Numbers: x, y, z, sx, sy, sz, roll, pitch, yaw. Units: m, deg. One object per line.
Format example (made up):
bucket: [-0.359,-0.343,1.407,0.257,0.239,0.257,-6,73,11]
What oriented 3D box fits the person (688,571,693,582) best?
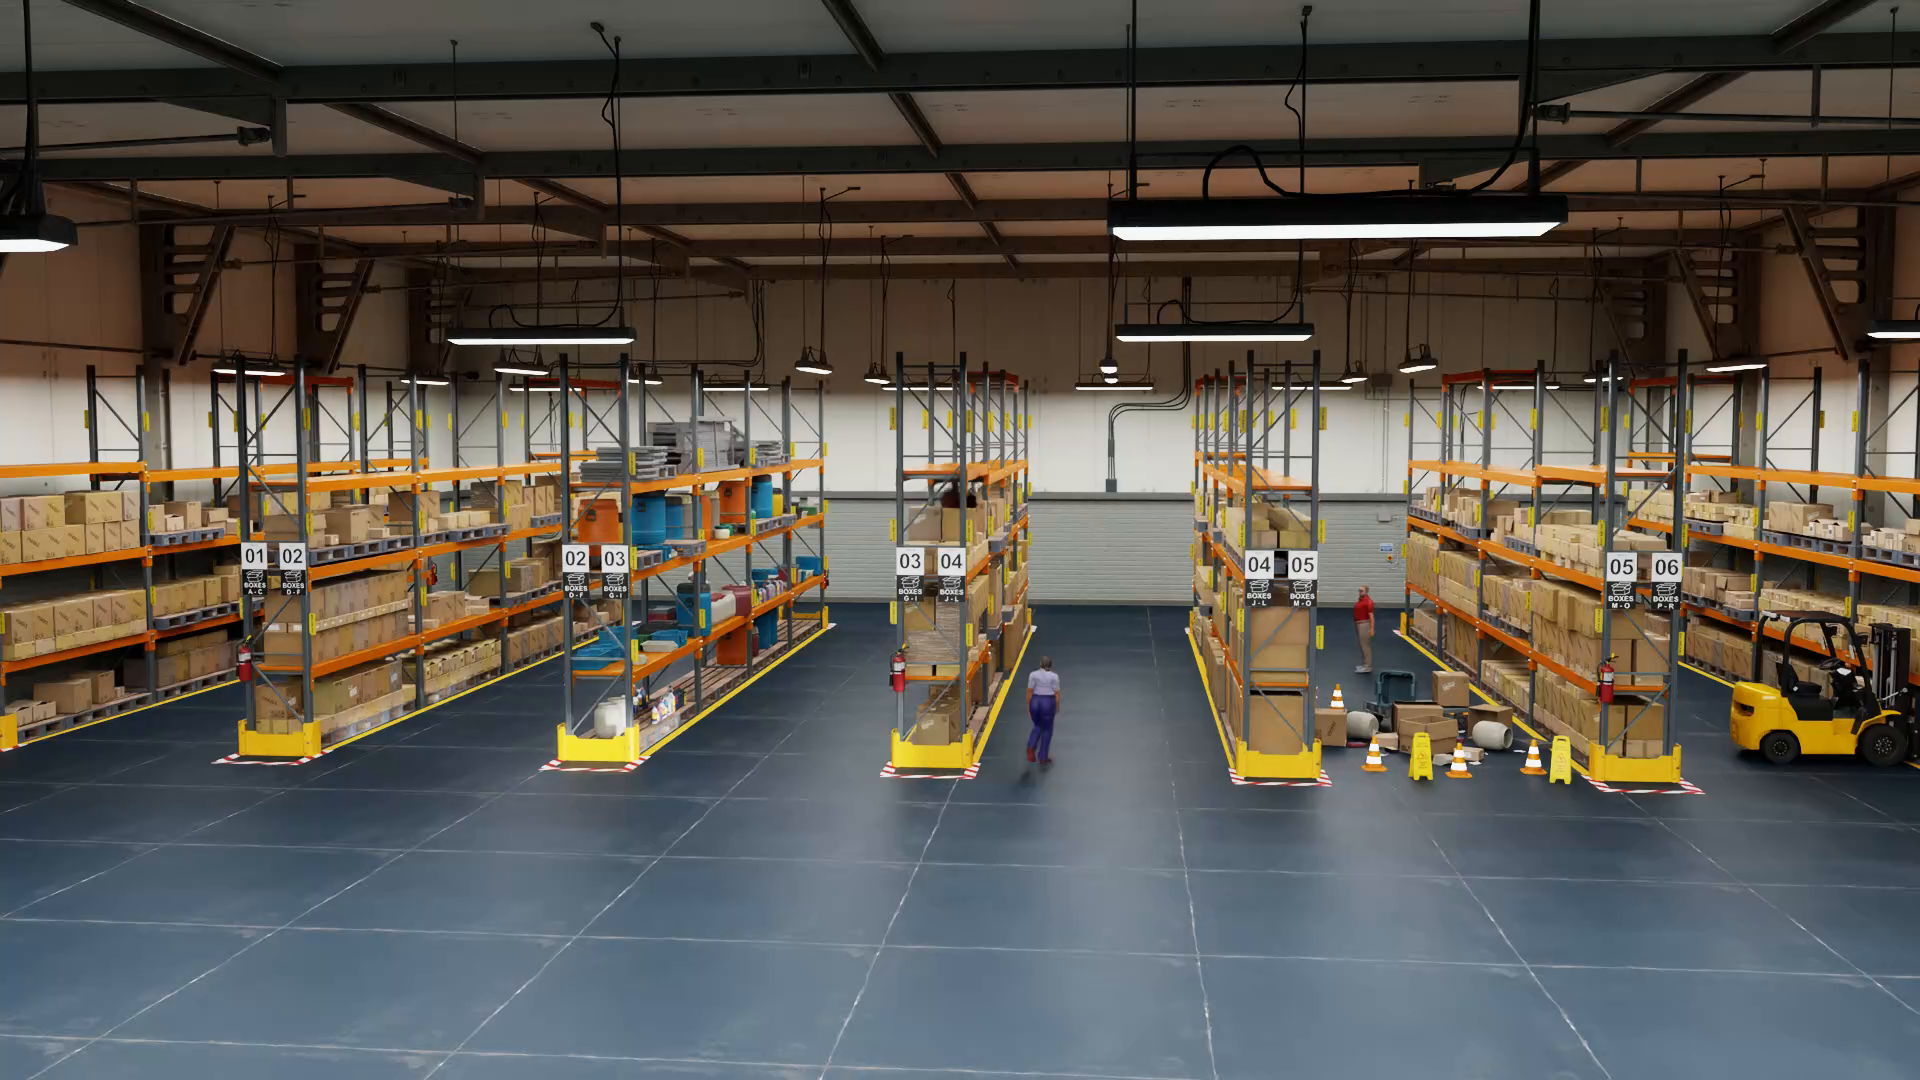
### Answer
person: [-5.930,1.532,36.312,0.737,1.723,1.025,2,4,25]

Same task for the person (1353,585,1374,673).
person: [8.073,1.772,33.318,0.388,1.730,0.603,0,4,5]

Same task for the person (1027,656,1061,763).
person: [1.249,2.468,24.310,0.500,1.613,0.490,3,5,35]
